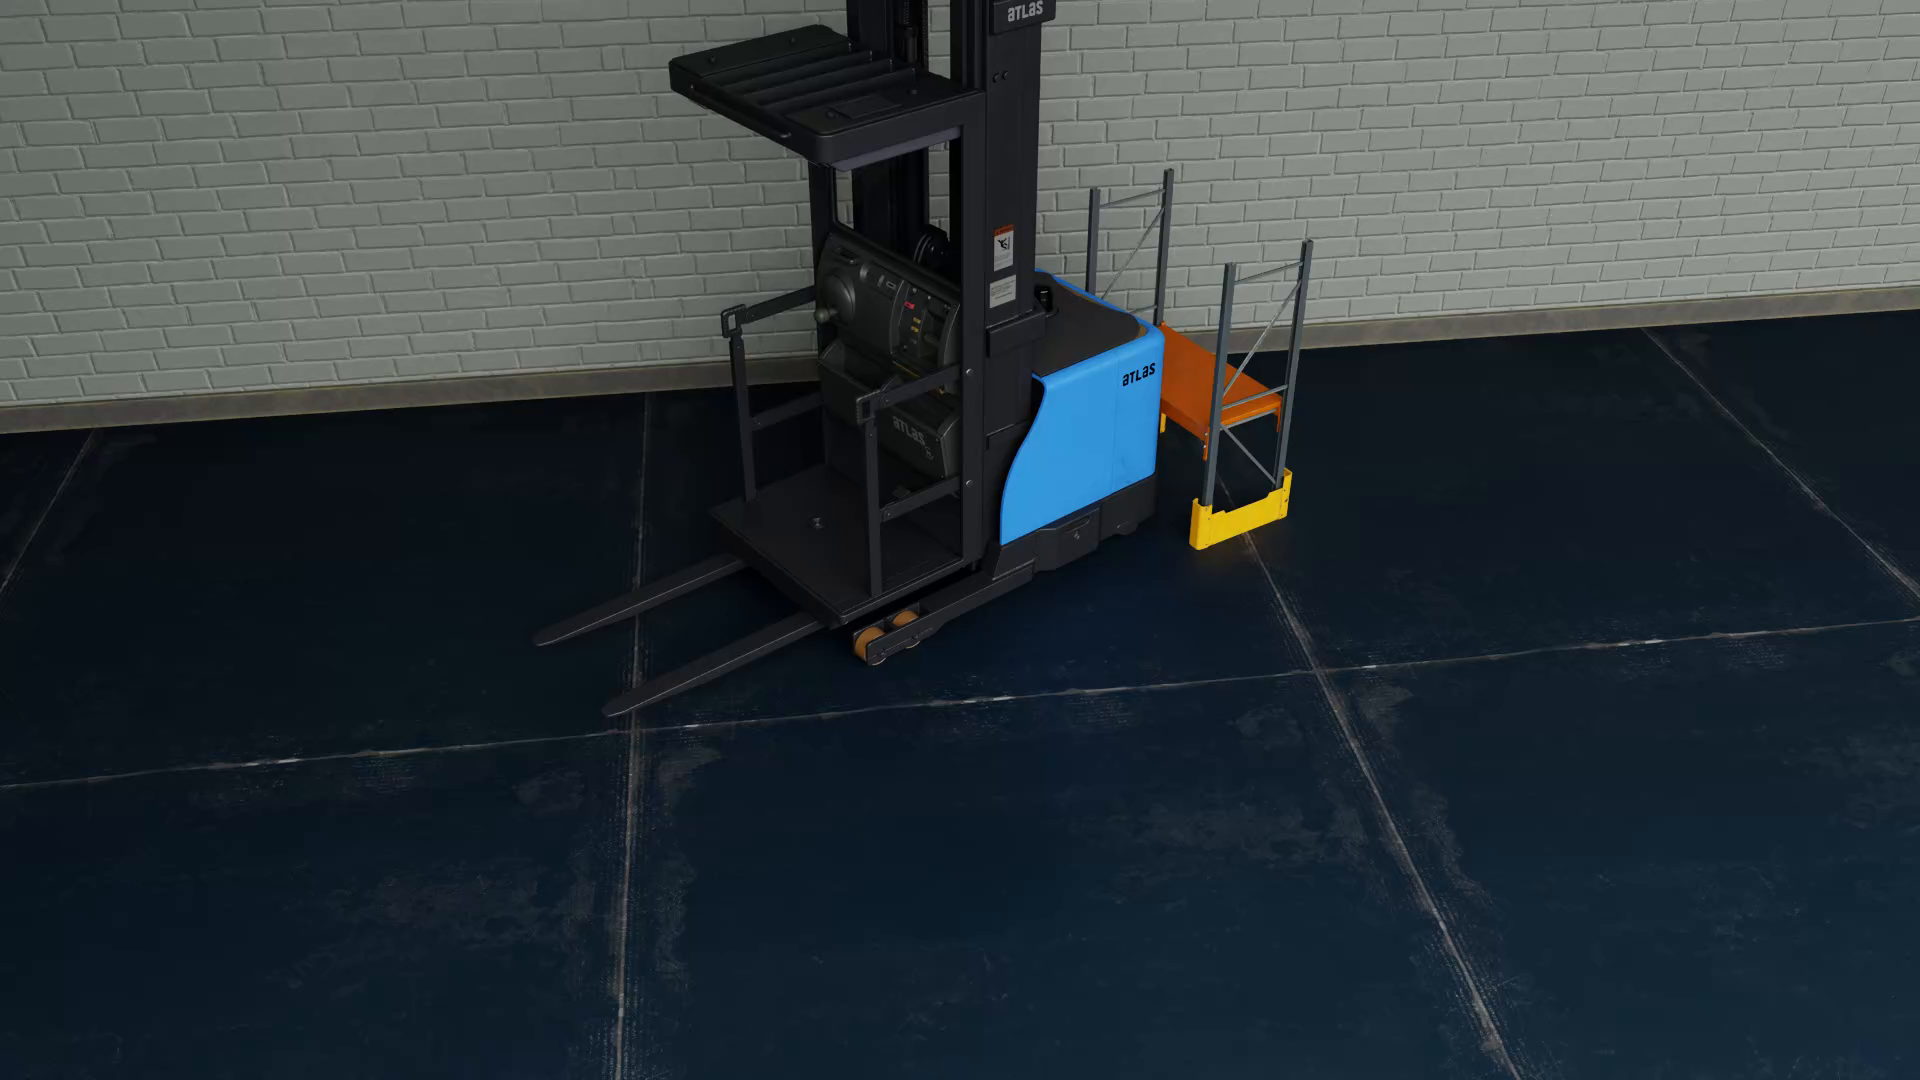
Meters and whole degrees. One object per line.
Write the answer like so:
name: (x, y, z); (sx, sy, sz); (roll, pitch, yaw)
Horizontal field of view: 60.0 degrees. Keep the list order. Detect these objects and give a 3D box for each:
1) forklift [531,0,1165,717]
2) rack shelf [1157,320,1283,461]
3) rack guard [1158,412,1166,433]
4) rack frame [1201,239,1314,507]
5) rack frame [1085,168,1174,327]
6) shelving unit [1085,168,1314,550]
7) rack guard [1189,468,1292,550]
forklift: (-0.482, -0.989, 7.099); (3.031, 2.935, 1.130); (-25, 41, -32)
rack shelf: (1.123, -0.768, 8.365); (0.538, 0.185, 1.000); (-20, 39, -26)
rack guard: (0.862, -0.633, 8.957); (0.587, 0.250, 0.087); (-20, 39, -26)
rack frame: (1.396, -0.675, 7.909); (0.500, 1.500, 0.032); (-20, 39, -26)
rack frame: (0.851, -1.159, 8.618); (0.500, 1.500, 0.032); (-20, 39, -26)
shelving unit: (1.128, -0.912, 8.257); (0.587, 1.500, 1.083); (-20, 39, -26)
rack guard: (1.395, -0.159, 8.262); (0.587, 0.250, 0.087); (-20, 39, -26)
